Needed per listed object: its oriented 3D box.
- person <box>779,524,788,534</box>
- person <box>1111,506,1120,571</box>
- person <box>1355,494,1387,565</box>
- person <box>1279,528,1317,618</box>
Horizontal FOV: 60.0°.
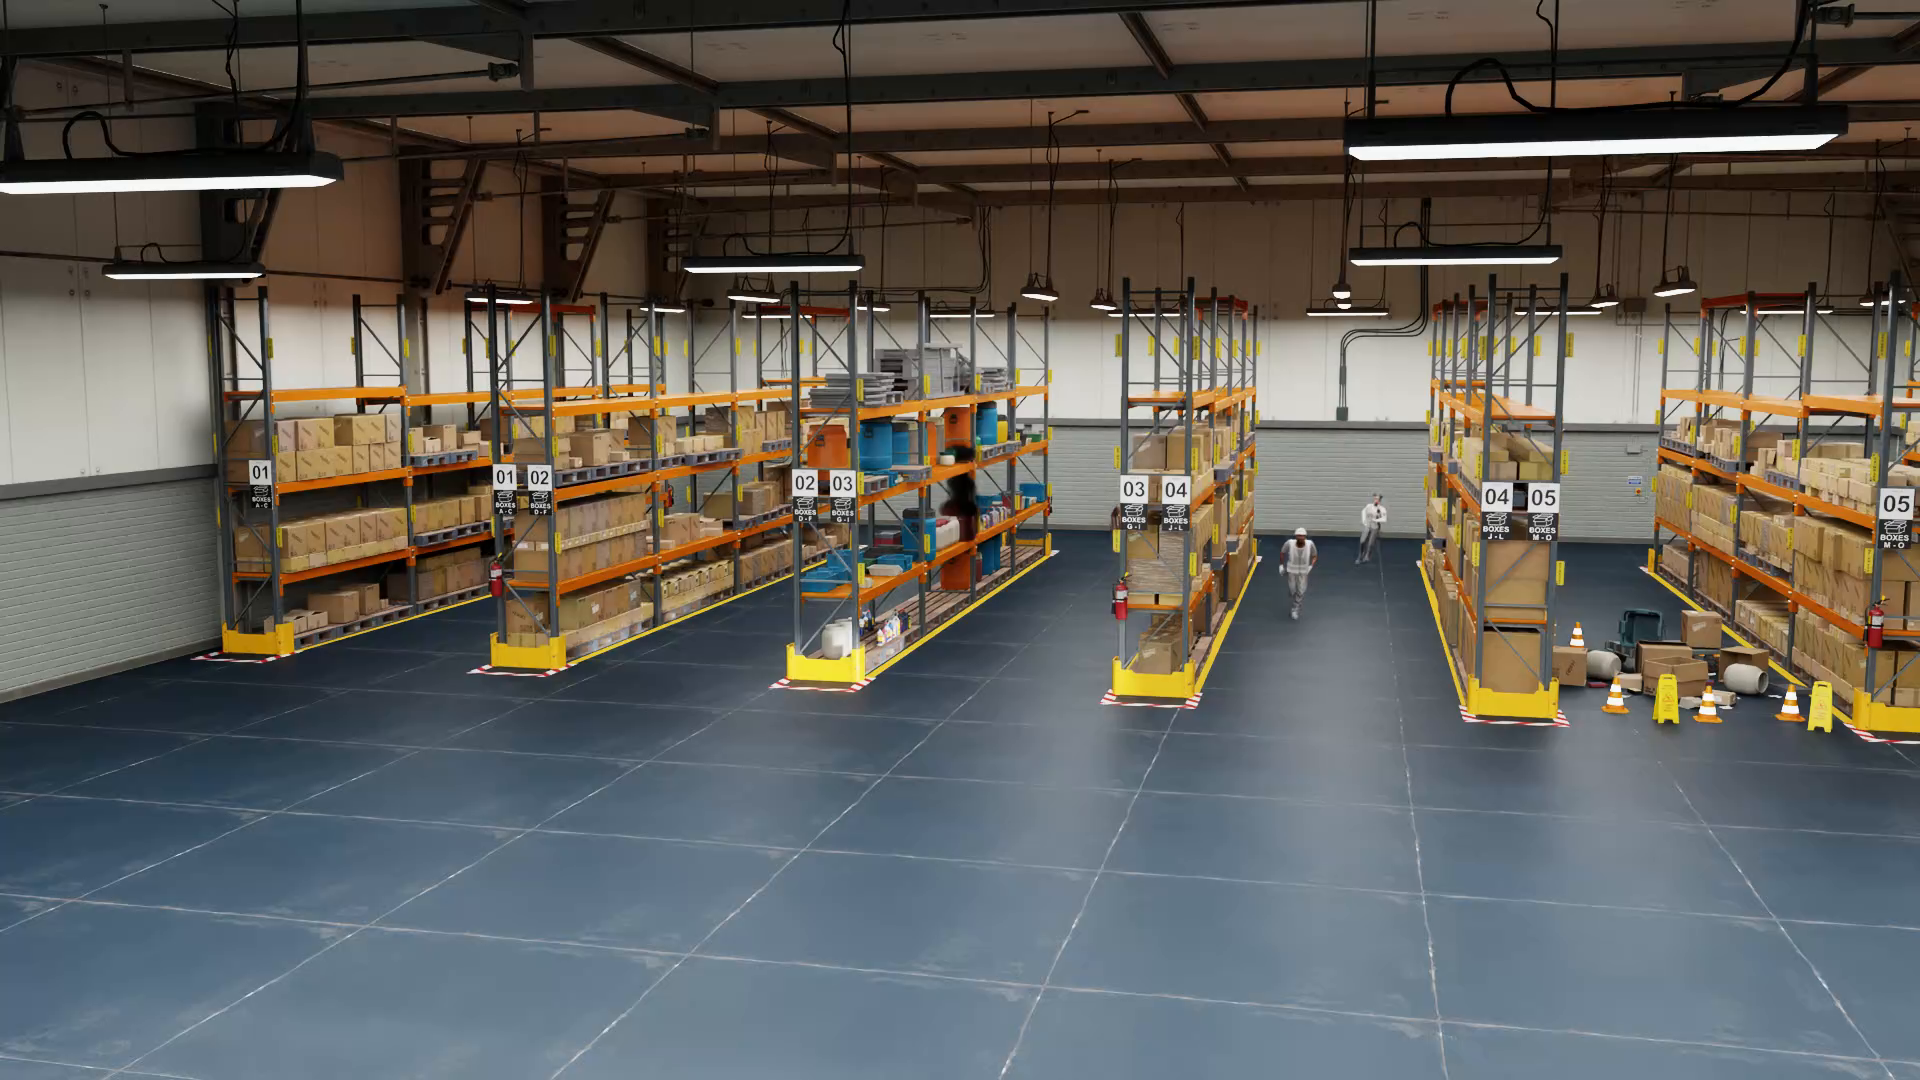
[{"bbox_3d":[-4.638,-0.902,44.948,0.660,1.528,0.523,3,7,27],"label":"person"},{"bbox_3d":[3.515,-0.059,34.887,0.666,1.845,0.763,0,7,1],"label":"person"},{"bbox_3d":[9.600,-0.252,38.728,0.689,1.702,0.677,3,7,24],"label":"person"},{"bbox_3d":[6.307,0.601,31.000,0.667,1.708,0.690,0,7,-1],"label":"person"}]
